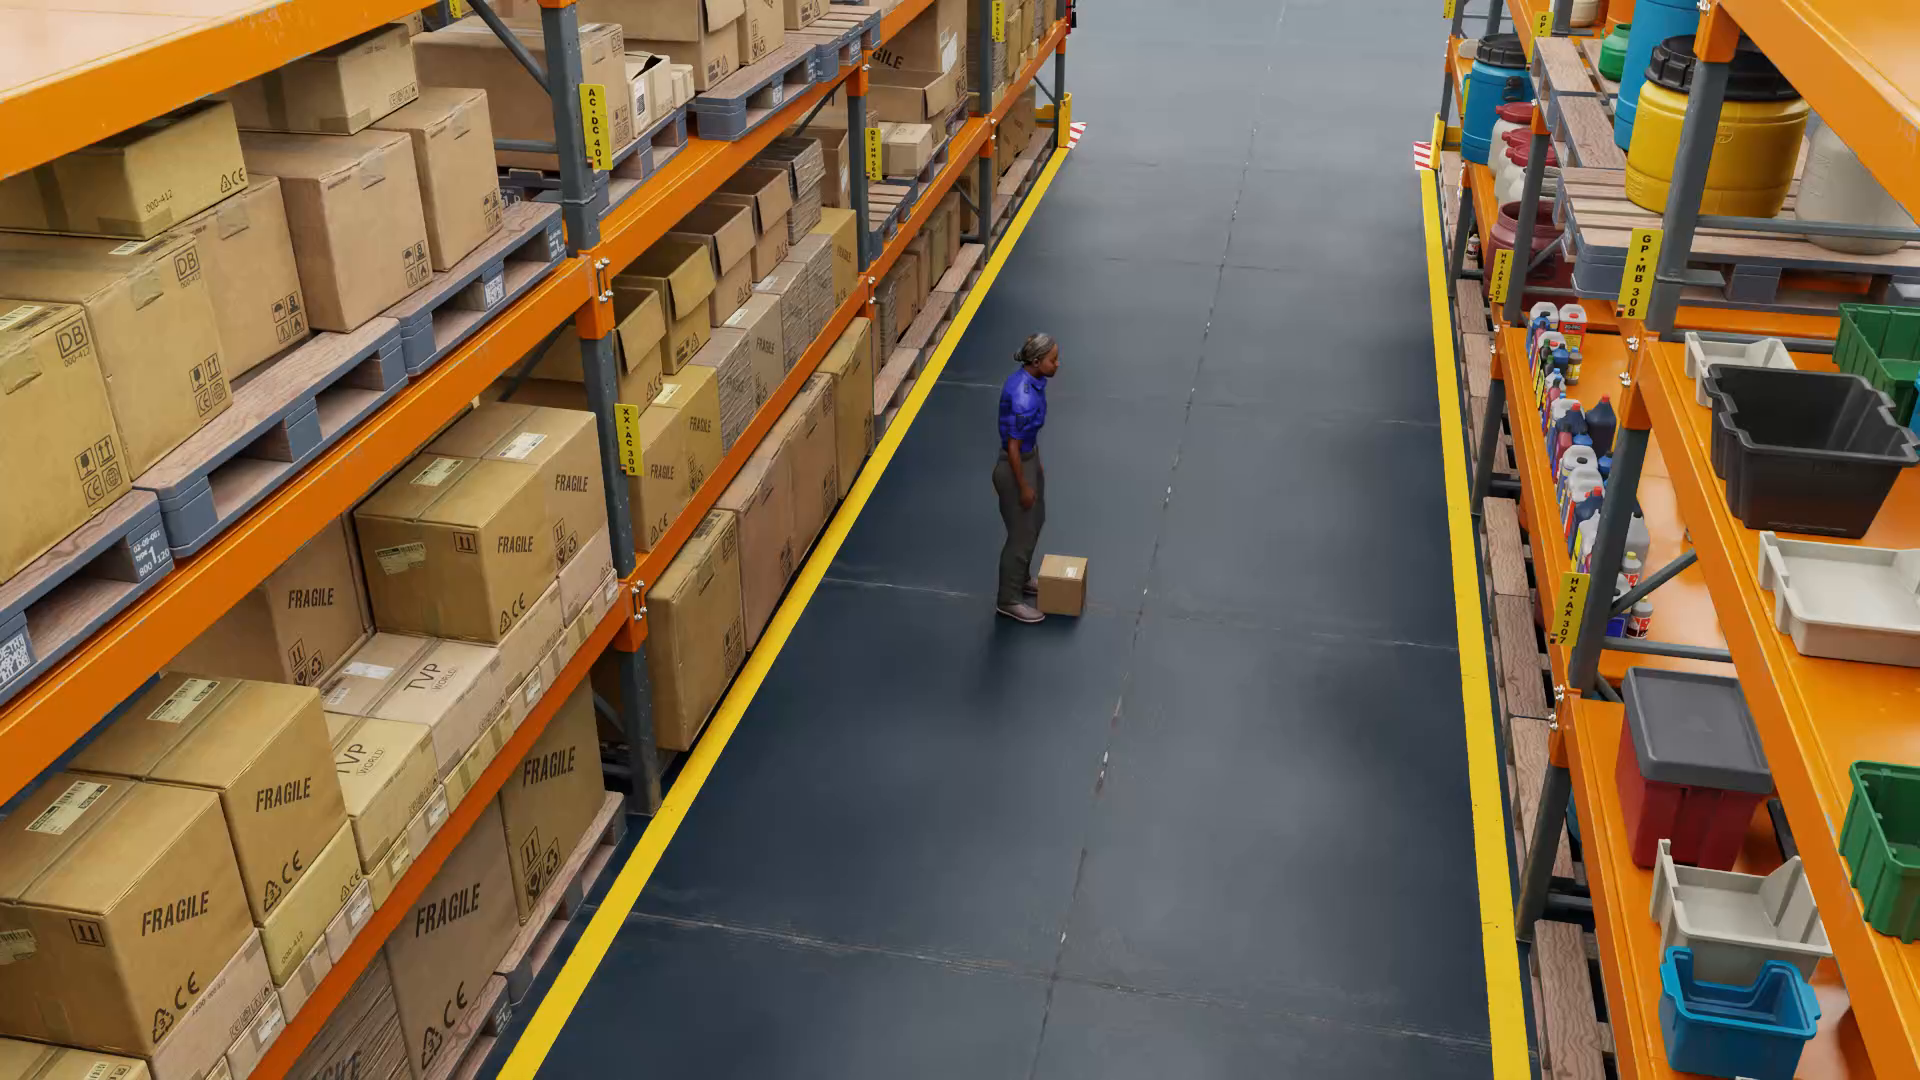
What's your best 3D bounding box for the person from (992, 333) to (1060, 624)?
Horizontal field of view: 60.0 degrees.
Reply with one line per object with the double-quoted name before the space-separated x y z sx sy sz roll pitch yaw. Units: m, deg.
"person" 0.364 -0.375 9.294 0.348 1.655 0.527 5 29 10
